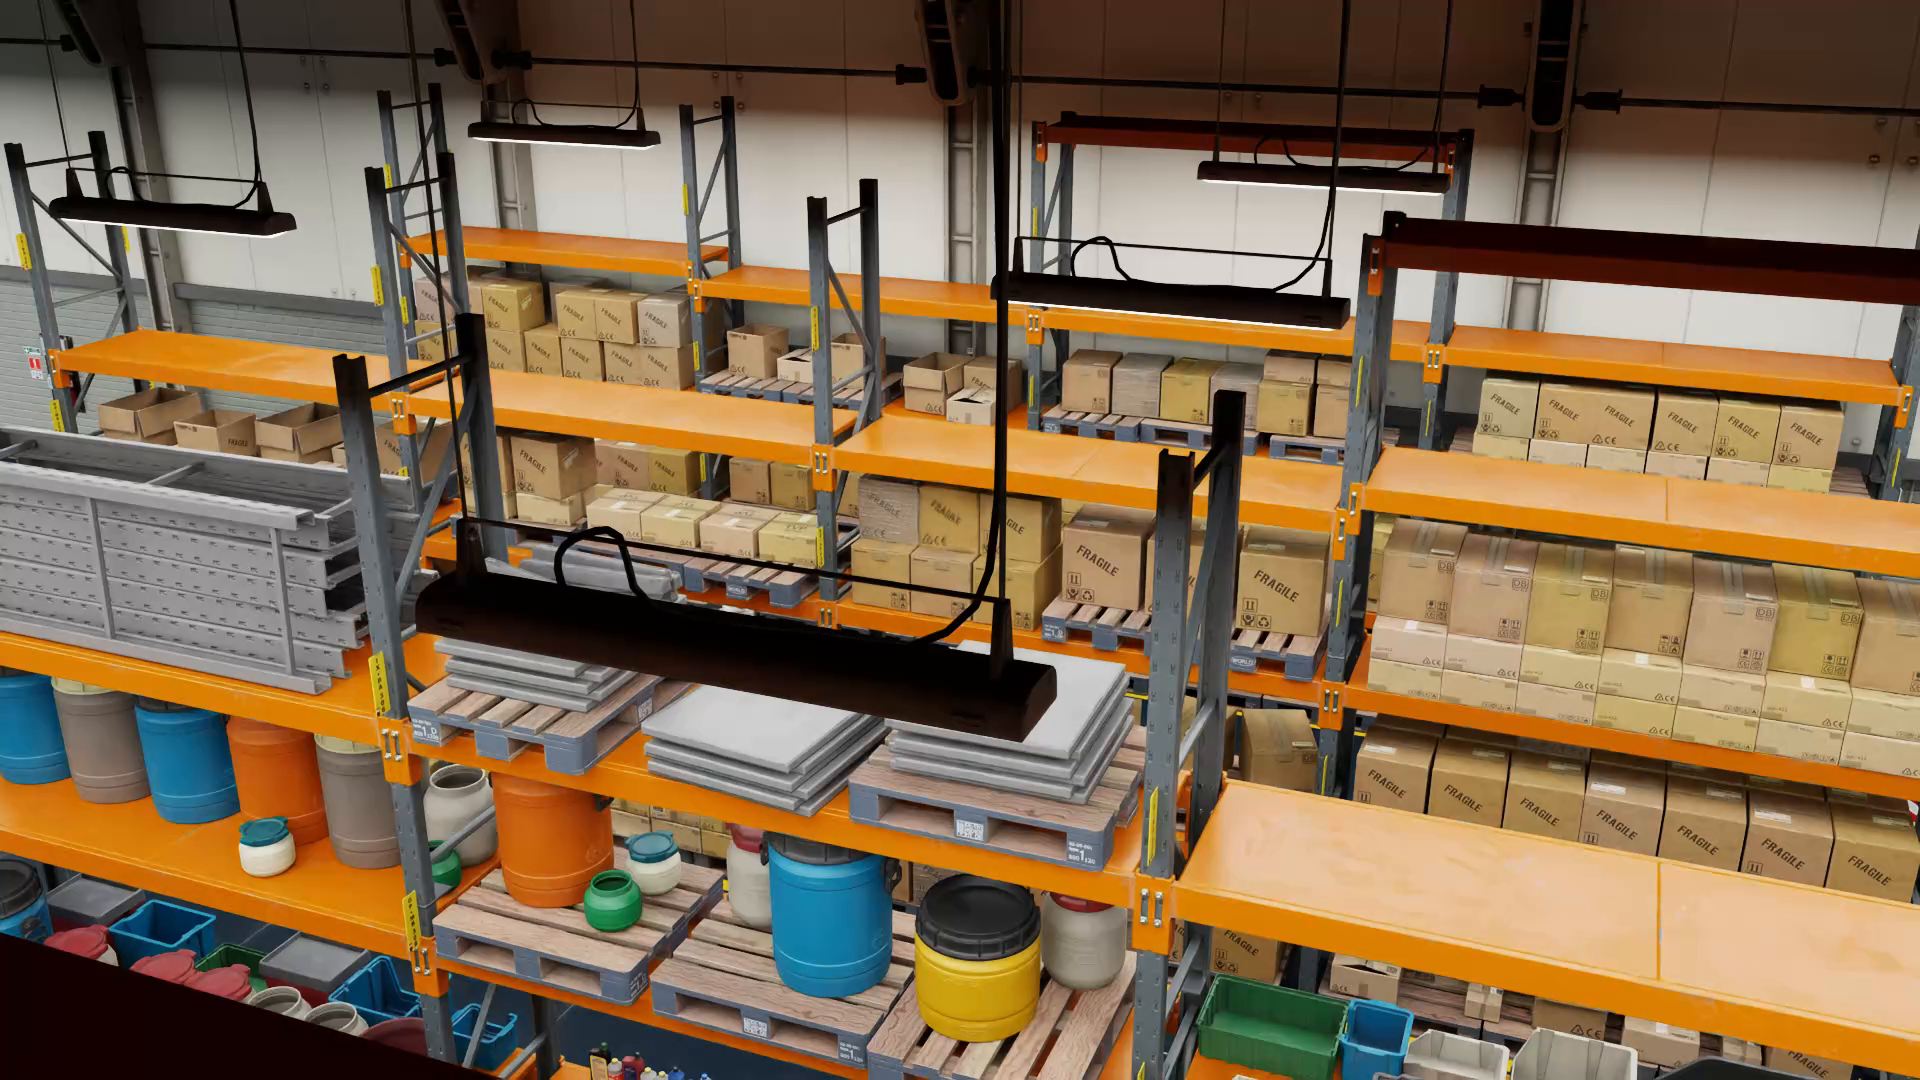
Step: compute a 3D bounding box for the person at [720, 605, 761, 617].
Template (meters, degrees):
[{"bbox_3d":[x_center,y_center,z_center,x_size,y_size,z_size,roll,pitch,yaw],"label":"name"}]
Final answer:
[{"bbox_3d":[-2.238,1.190,16.773,0.515,1.764,0.596,12,24,29],"label":"person"}]
